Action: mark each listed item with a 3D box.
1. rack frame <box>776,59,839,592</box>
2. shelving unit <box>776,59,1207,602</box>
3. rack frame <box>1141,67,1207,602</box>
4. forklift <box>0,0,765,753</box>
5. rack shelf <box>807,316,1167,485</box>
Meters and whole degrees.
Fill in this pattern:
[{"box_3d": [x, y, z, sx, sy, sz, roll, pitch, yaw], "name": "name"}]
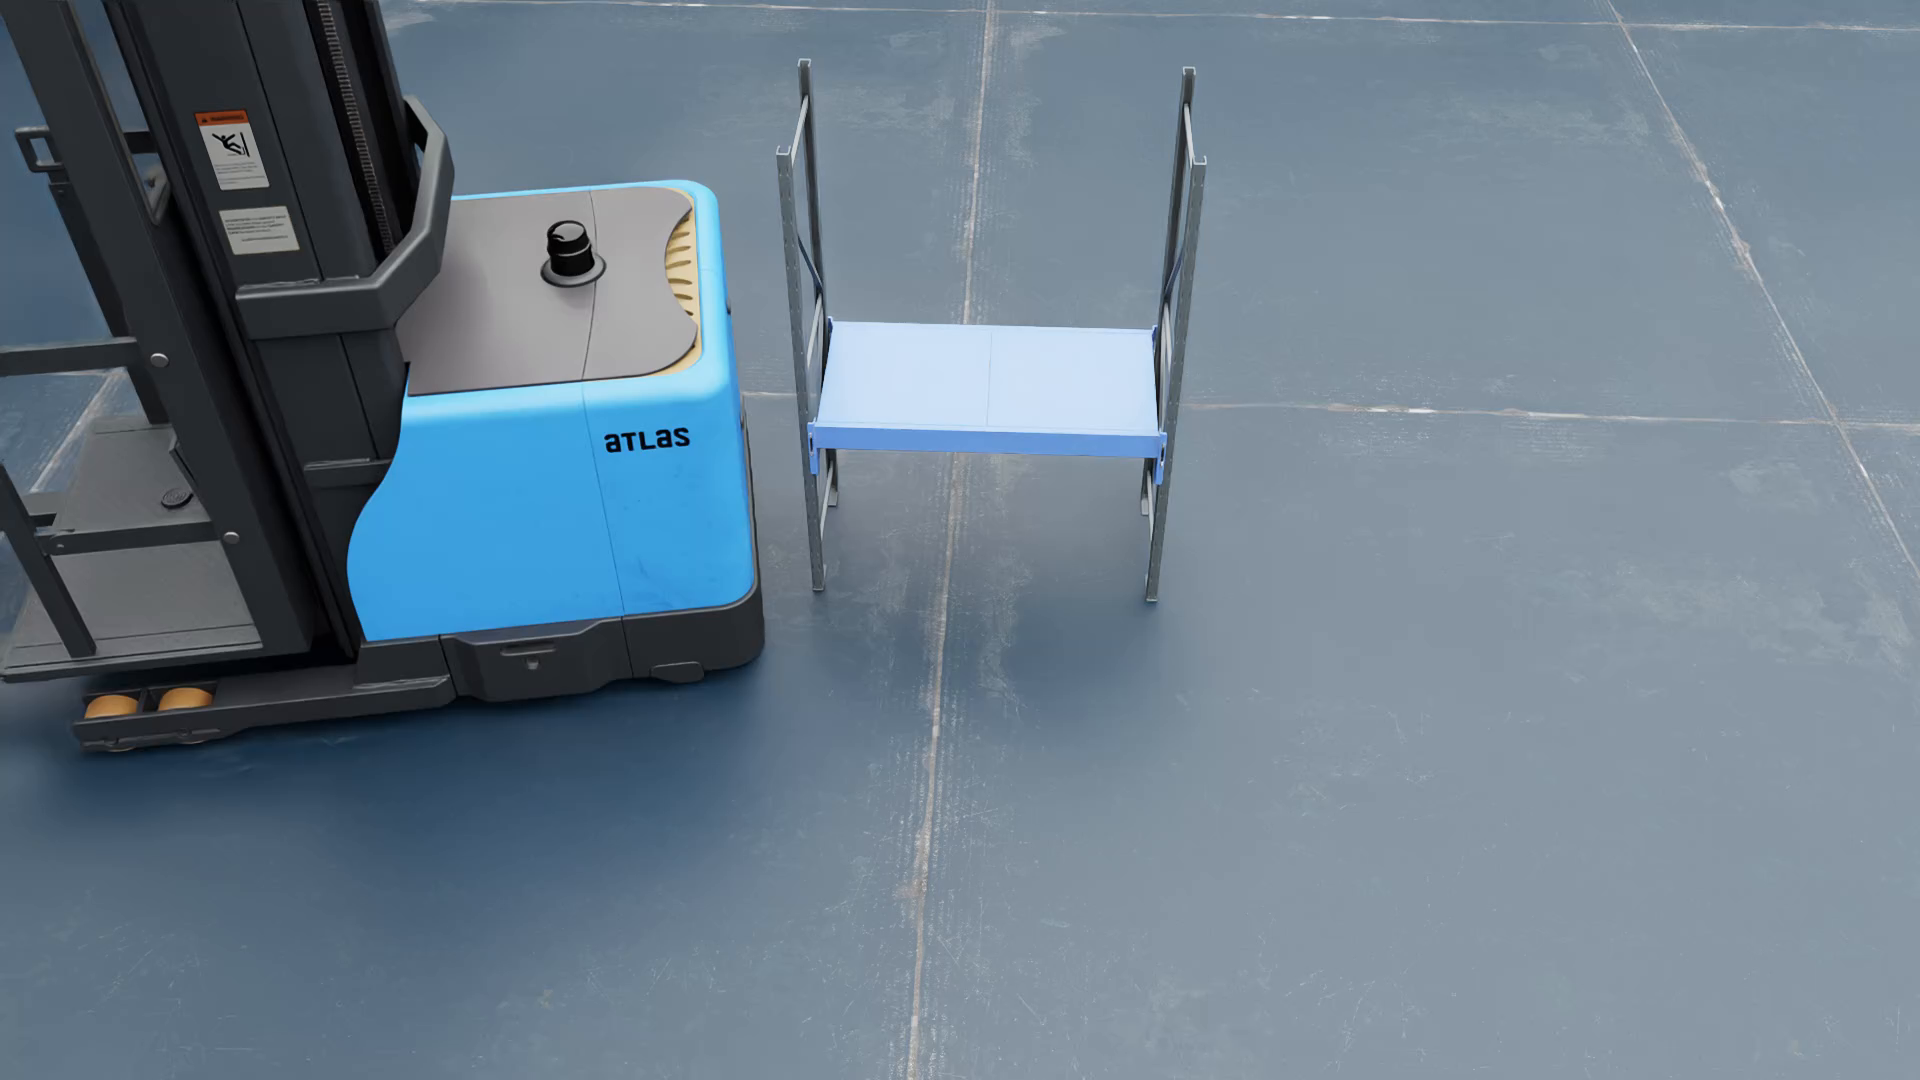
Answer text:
[{"box_3d": [-0.423, -0.562, 4.753, 0.032, 1.500, 0.500, 2, 43, 2], "name": "rack frame"}, {"box_3d": [0.085, -0.546, 4.736, 1.048, 1.500, 0.538, 2, 43, 2], "name": "shelving unit"}, {"box_3d": [0.593, -0.531, 4.719, 0.032, 1.500, 0.500, 2, 43, 2], "name": "rack frame"}, {"box_3d": [-2.127, -0.870, 4.034, 3.031, 2.935, 1.130, -6, 43, -6], "name": "forklift"}, {"box_3d": [0.085, -0.415, 4.859, 1.000, 0.185, 0.538, 2, 43, 2], "name": "rack shelf"}]
